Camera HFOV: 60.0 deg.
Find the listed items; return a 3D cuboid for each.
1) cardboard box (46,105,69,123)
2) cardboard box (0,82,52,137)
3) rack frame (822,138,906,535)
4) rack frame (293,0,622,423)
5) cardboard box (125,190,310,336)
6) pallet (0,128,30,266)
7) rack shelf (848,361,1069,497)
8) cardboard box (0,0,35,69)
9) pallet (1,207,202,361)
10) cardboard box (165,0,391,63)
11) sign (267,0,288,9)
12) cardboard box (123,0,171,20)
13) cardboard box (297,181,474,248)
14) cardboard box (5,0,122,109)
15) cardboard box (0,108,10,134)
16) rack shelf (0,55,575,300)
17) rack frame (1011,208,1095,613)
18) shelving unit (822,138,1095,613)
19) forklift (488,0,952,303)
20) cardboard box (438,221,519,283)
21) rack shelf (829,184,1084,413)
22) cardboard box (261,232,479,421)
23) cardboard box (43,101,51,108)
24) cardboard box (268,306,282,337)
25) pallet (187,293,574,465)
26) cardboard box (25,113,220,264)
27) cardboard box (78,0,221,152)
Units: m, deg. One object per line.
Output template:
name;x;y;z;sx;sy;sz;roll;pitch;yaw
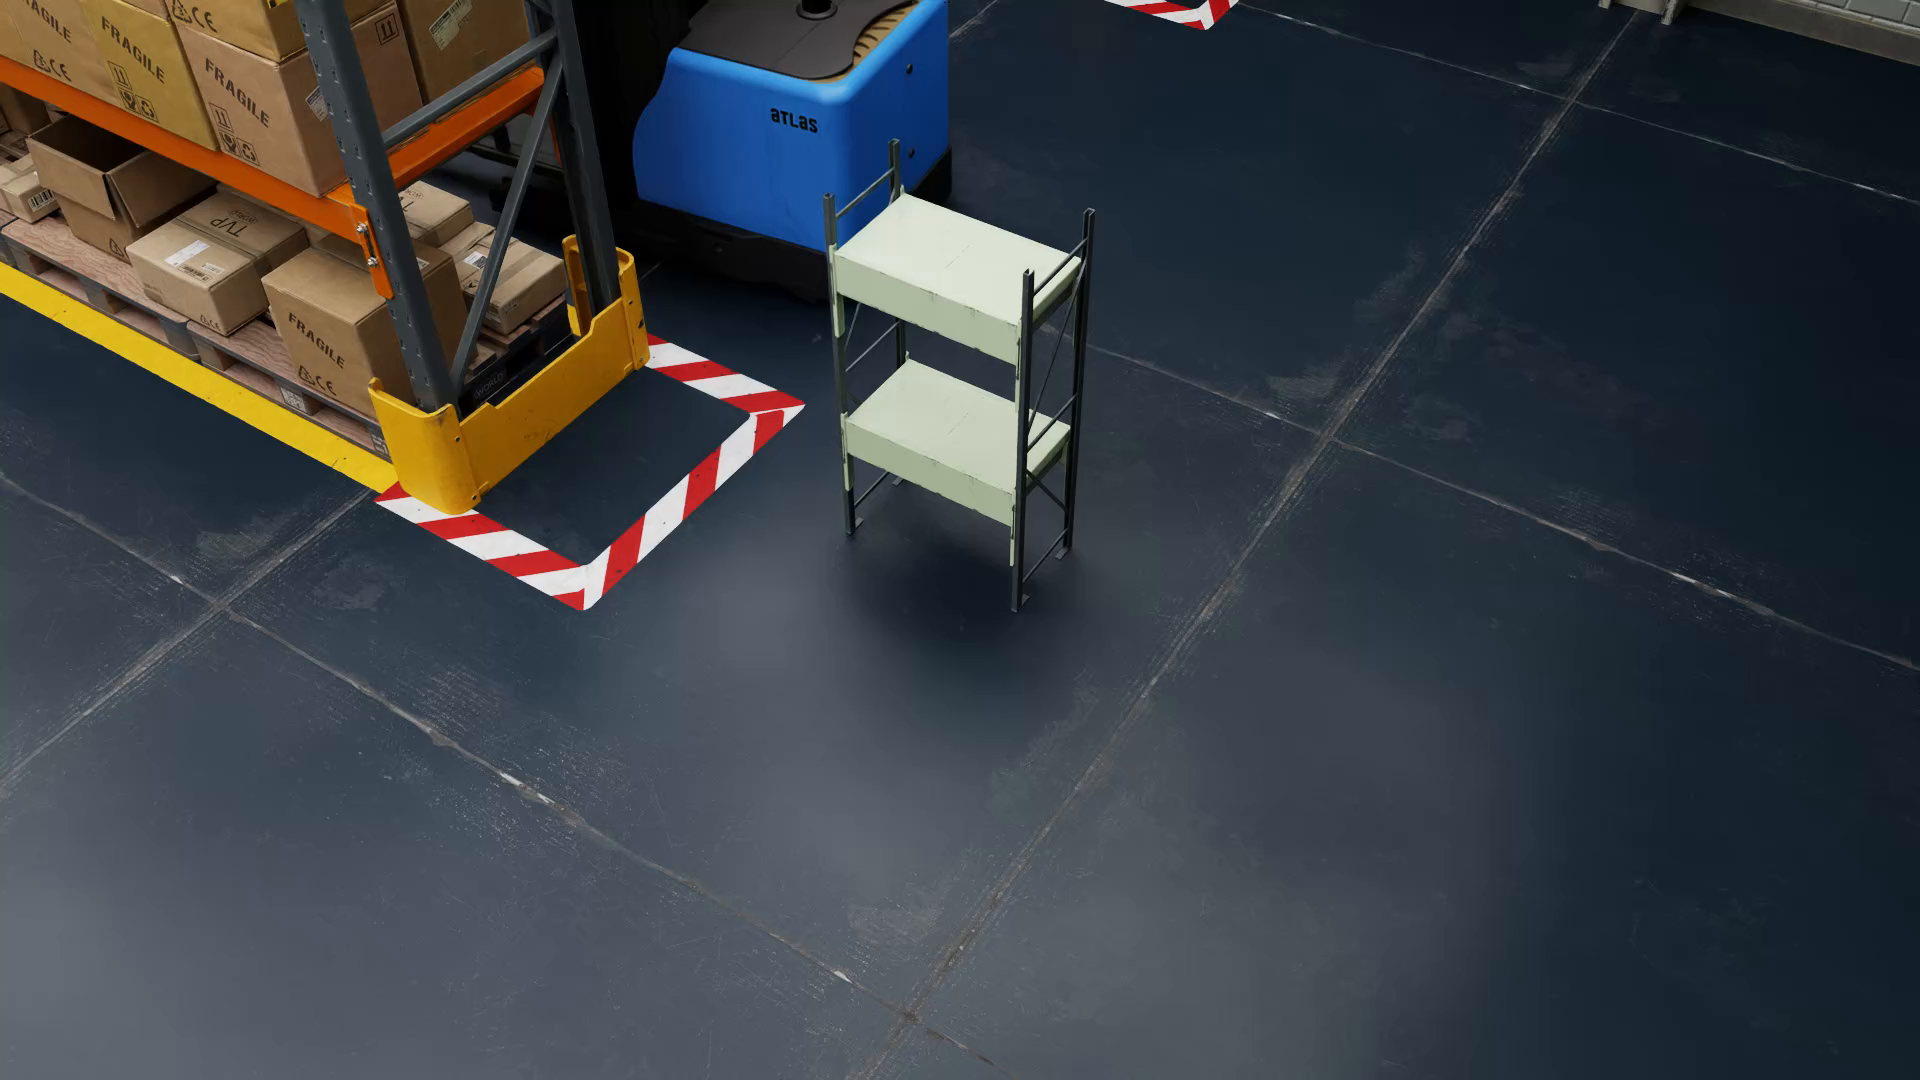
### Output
cardboard box;-3.777;-1.937;7.608;0.500;0.311;0.500;25;51;22
cardboard box;-4.409;-2.293;7.823;0.500;0.500;0.500;25;51;22
rack frame;-0.314;-0.667;5.852;0.023;1.500;0.400;25;51;22
rack frame;-1.674;-1.511;5.627;0.127;3.000;1.000;25;51;22
cardboard box;-3.049;-1.154;6.890;0.500;0.250;0.500;25;51;22
pallet;-4.464;-1.822;7.873;1.213;0.211;1.003;25;51;22
rack shelf;-0.006;-0.366;5.878;0.686;0.124;0.368;25;51;22
cardboard box;-3.478;-2.146;6.174;0.500;0.500;0.500;24;50;22
pallet;-3.433;-1.350;7.415;1.213;0.211;1.003;25;51;22
cardboard box;-2.197;-1.901;5.239;0.500;0.500;0.500;24;51;22
sign;-1.991;-1.698;4.780;0.005;0.325;0.100;25;51;22
cardboard box;-2.623;-2.096;5.428;0.500;0.500;0.500;26;51;23
cardboard box;-2.400;-1.282;7.014;0.500;0.250;0.500;25;51;22
cardboard box;-3.054;-1.950;5.984;0.500;0.500;0.500;25;51;22
cardboard box;-4.805;-1.983;7.654;0.500;0.311;0.500;25;51;22
rack shelf;-3.358;-2.035;6.637;4.000;0.370;1.077;25;51;22
rack frame;0.302;-0.384;5.577;0.023;1.500;0.400;25;51;22
shelving unit;-0.006;-0.525;5.715;0.755;1.500;0.431;25;51;22
forklift;-1.596;-2.768;6.896;3.031;2.935;1.130;19;49;17
cardboard box;-2.052;-1.144;6.939;0.250;0.166;0.380;25;51;22
rack shelf;-0.006;-0.797;5.435;0.720;0.370;0.431;25;51;22
cardboard box;-2.265;-0.855;6.426;0.500;0.500;0.500;25;51;22
cardboard box;-4.061;-2.061;7.843;0.250;0.149;0.380;25;51;22
cardboard box;-2.557;-0.950;6.751;0.250;0.166;0.380;25;51;22
pallet;-2.410;-0.877;6.955;1.213;0.211;1.003;25;51;22
cardboard box;-3.457;-1.619;7.166;0.637;0.503;0.797;25;51;22
cardboard box;-2.637;-1.754;5.793;0.500;0.500;0.500;25;51;22
